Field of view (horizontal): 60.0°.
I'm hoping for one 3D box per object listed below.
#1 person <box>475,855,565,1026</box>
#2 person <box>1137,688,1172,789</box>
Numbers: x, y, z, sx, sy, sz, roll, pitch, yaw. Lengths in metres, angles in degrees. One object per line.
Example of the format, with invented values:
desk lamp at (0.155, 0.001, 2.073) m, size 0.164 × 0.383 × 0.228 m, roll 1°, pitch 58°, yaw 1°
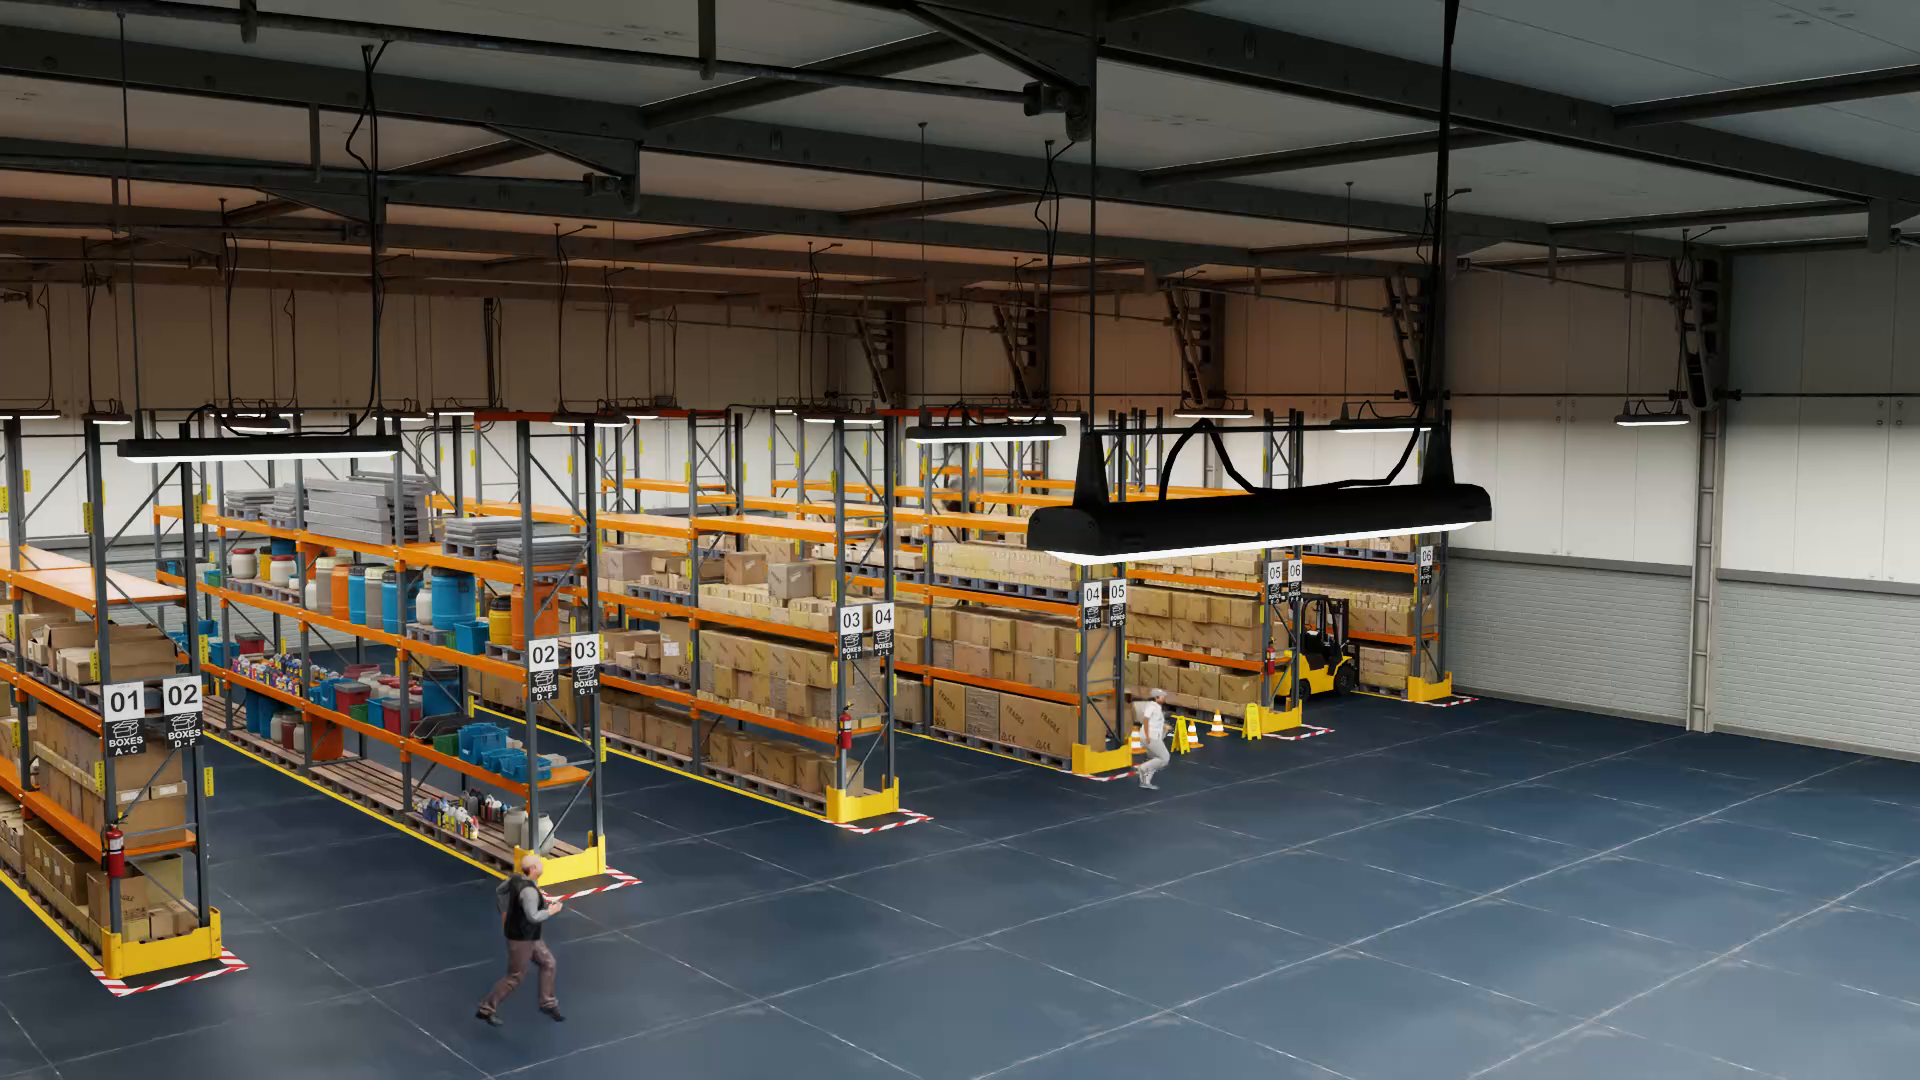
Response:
person at (-4.405, 3.971, 16.598) m, size 0.850 × 1.660 × 0.677 m, roll -2°, pitch 5°, yaw -24°
person at (3.125, 3.190, 26.677) m, size 0.575 × 1.621 × 0.598 m, roll 0°, pitch 5°, yaw 0°
